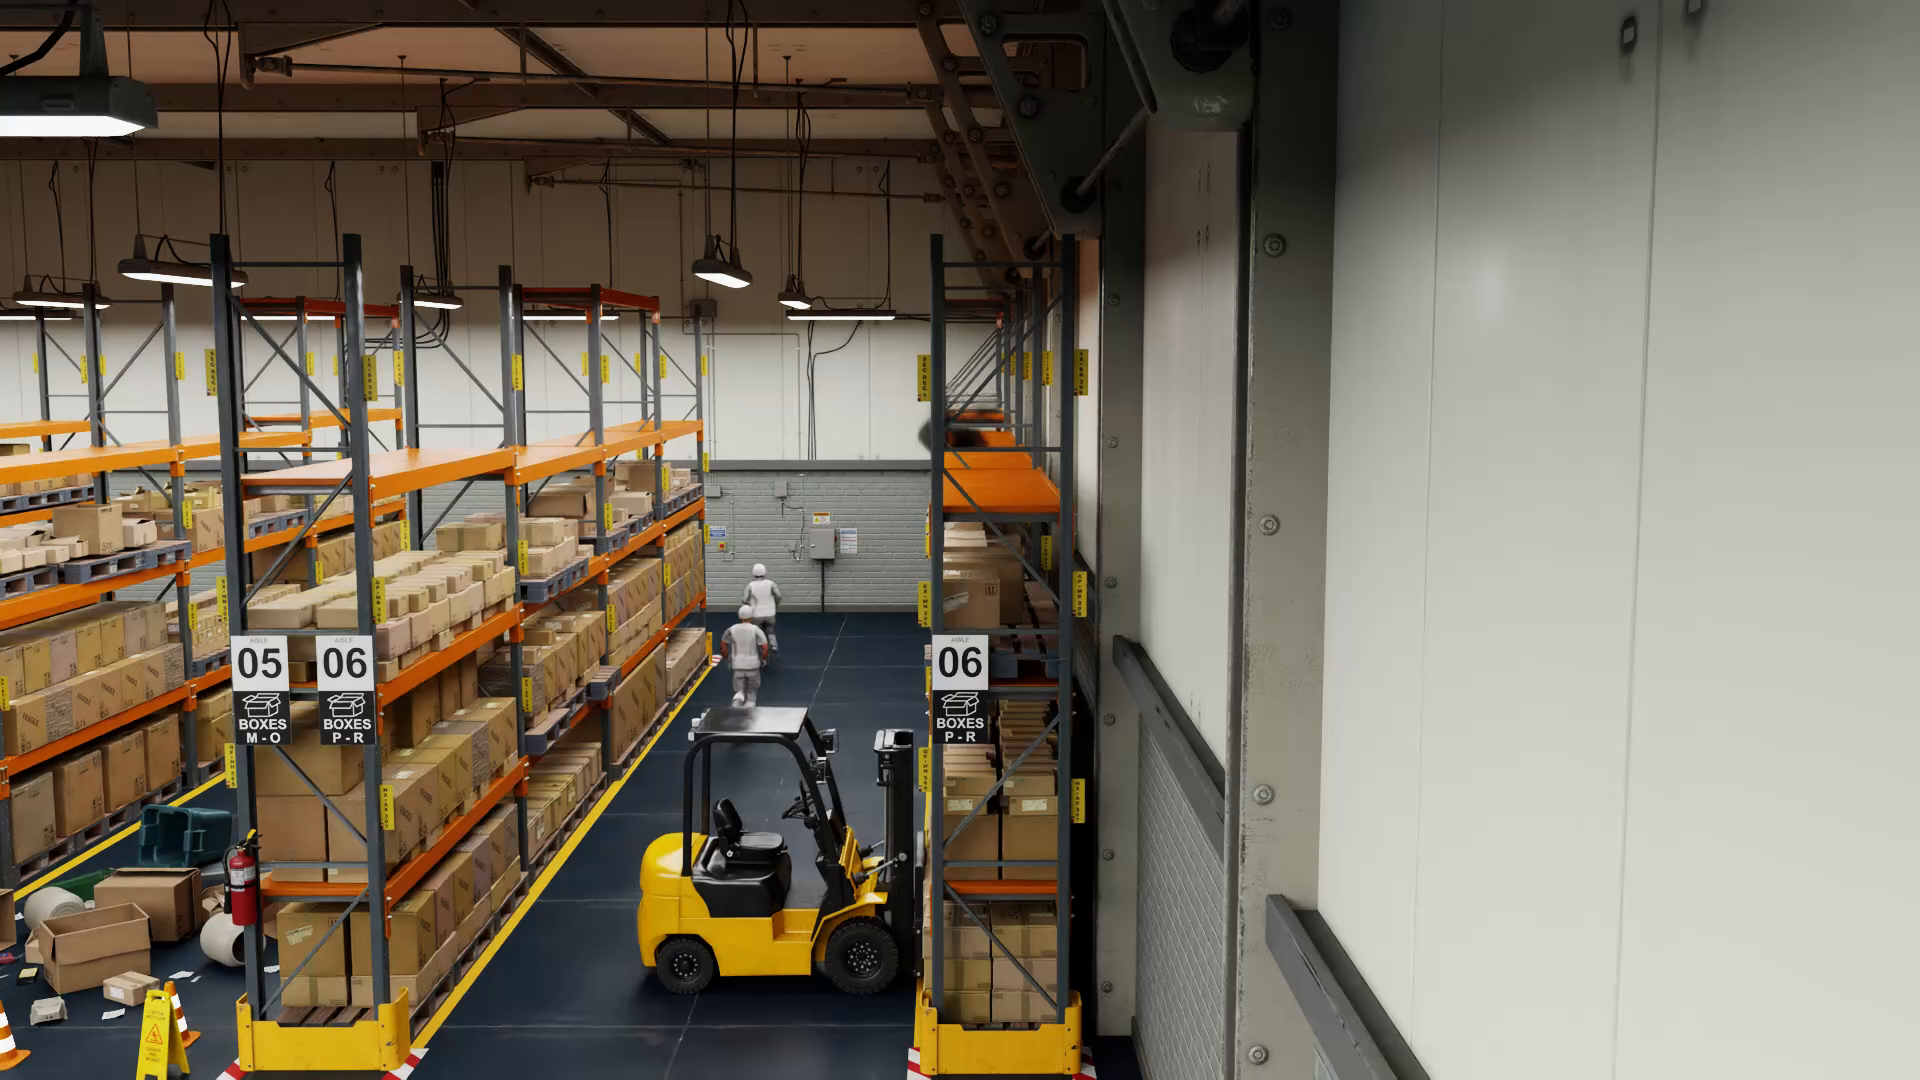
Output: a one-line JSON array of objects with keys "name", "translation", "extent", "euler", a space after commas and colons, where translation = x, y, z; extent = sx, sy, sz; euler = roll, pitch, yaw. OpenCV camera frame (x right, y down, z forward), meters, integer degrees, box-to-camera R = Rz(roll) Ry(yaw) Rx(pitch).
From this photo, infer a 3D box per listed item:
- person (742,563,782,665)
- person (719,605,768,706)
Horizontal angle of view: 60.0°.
[{"name": "person", "translation": [-3.299, 1.260, 27.718], "extent": [0.673, 1.733, 0.583], "euler": [-2, 7, -15]}, {"name": "person", "translation": [-2.975, 1.773, 22.958], "extent": [0.682, 1.747, 0.682], "euler": [0, 6, 2]}]
